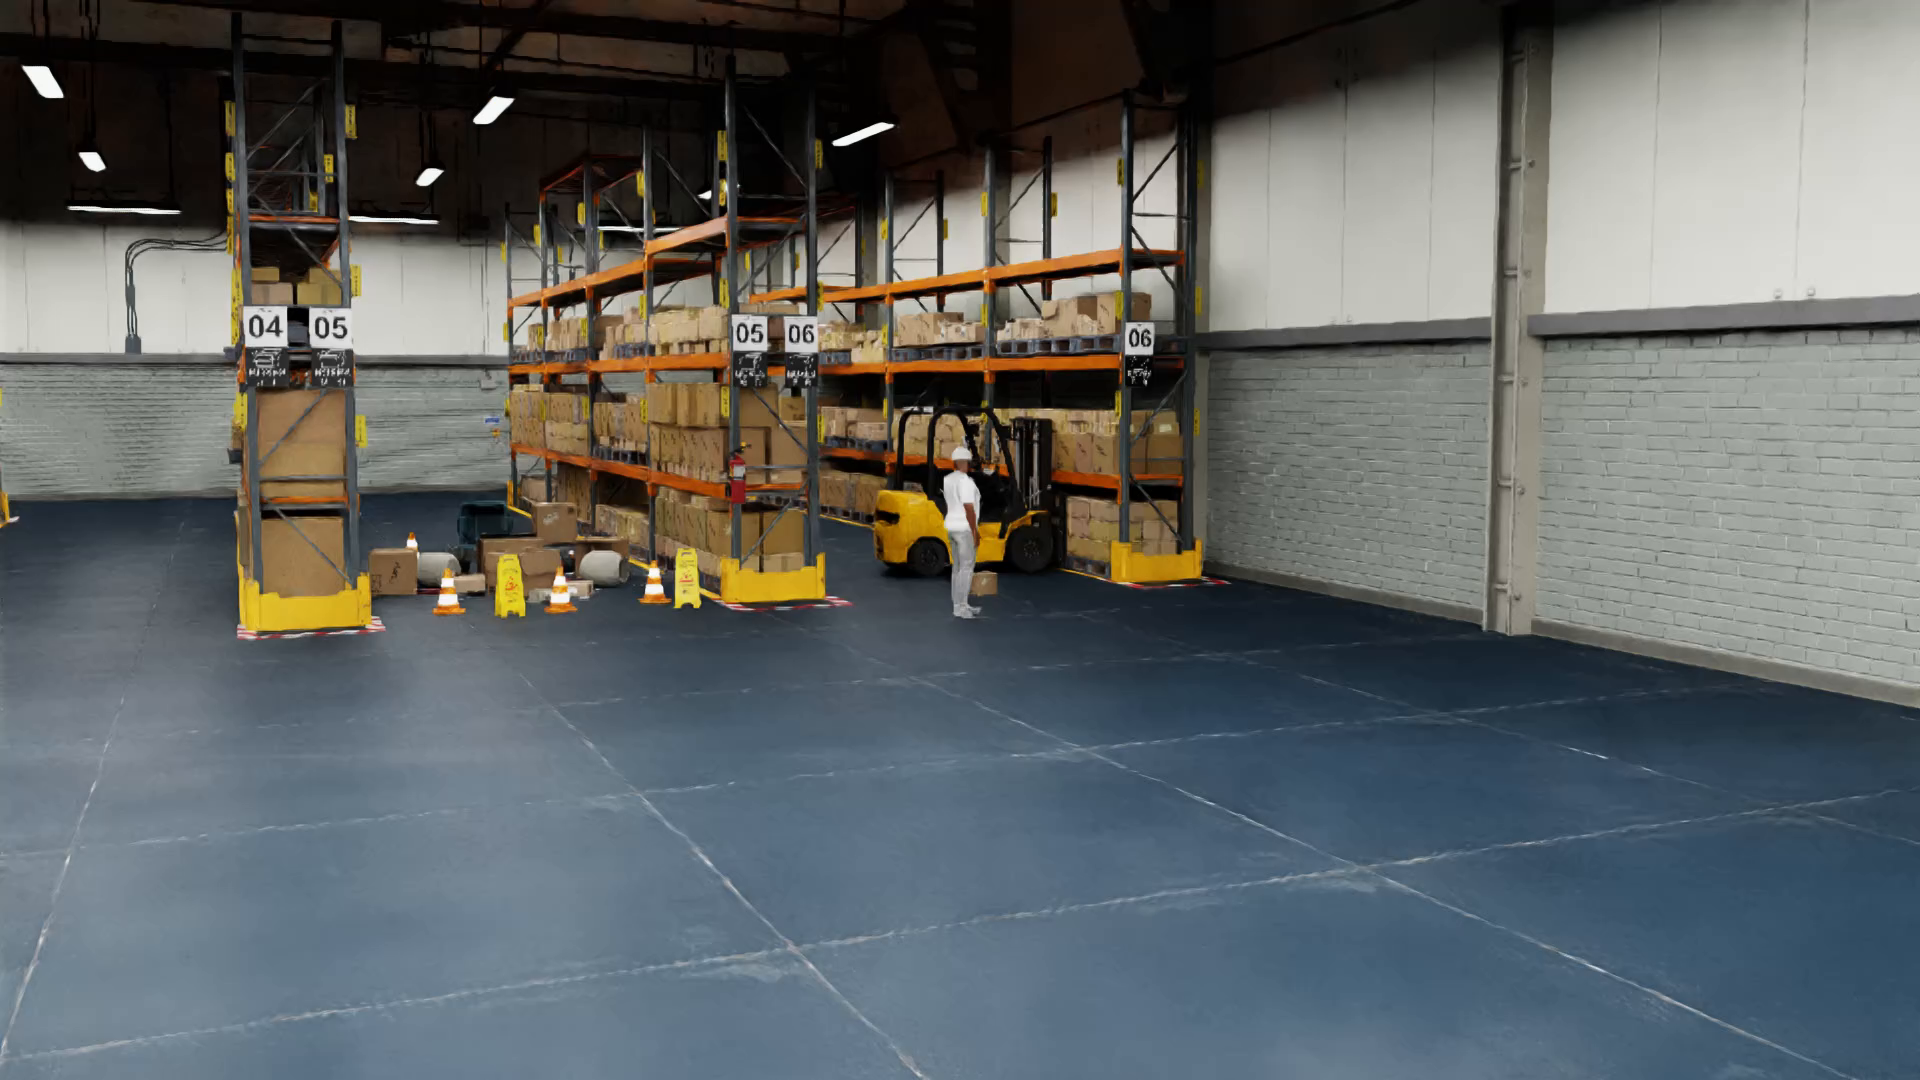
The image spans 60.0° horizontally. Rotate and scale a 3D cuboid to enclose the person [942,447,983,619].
[{"bbox_3d":[0.057,-0.059,17.480,0.423,1.847,0.606,-3,6,-25],"label":"person"}]
